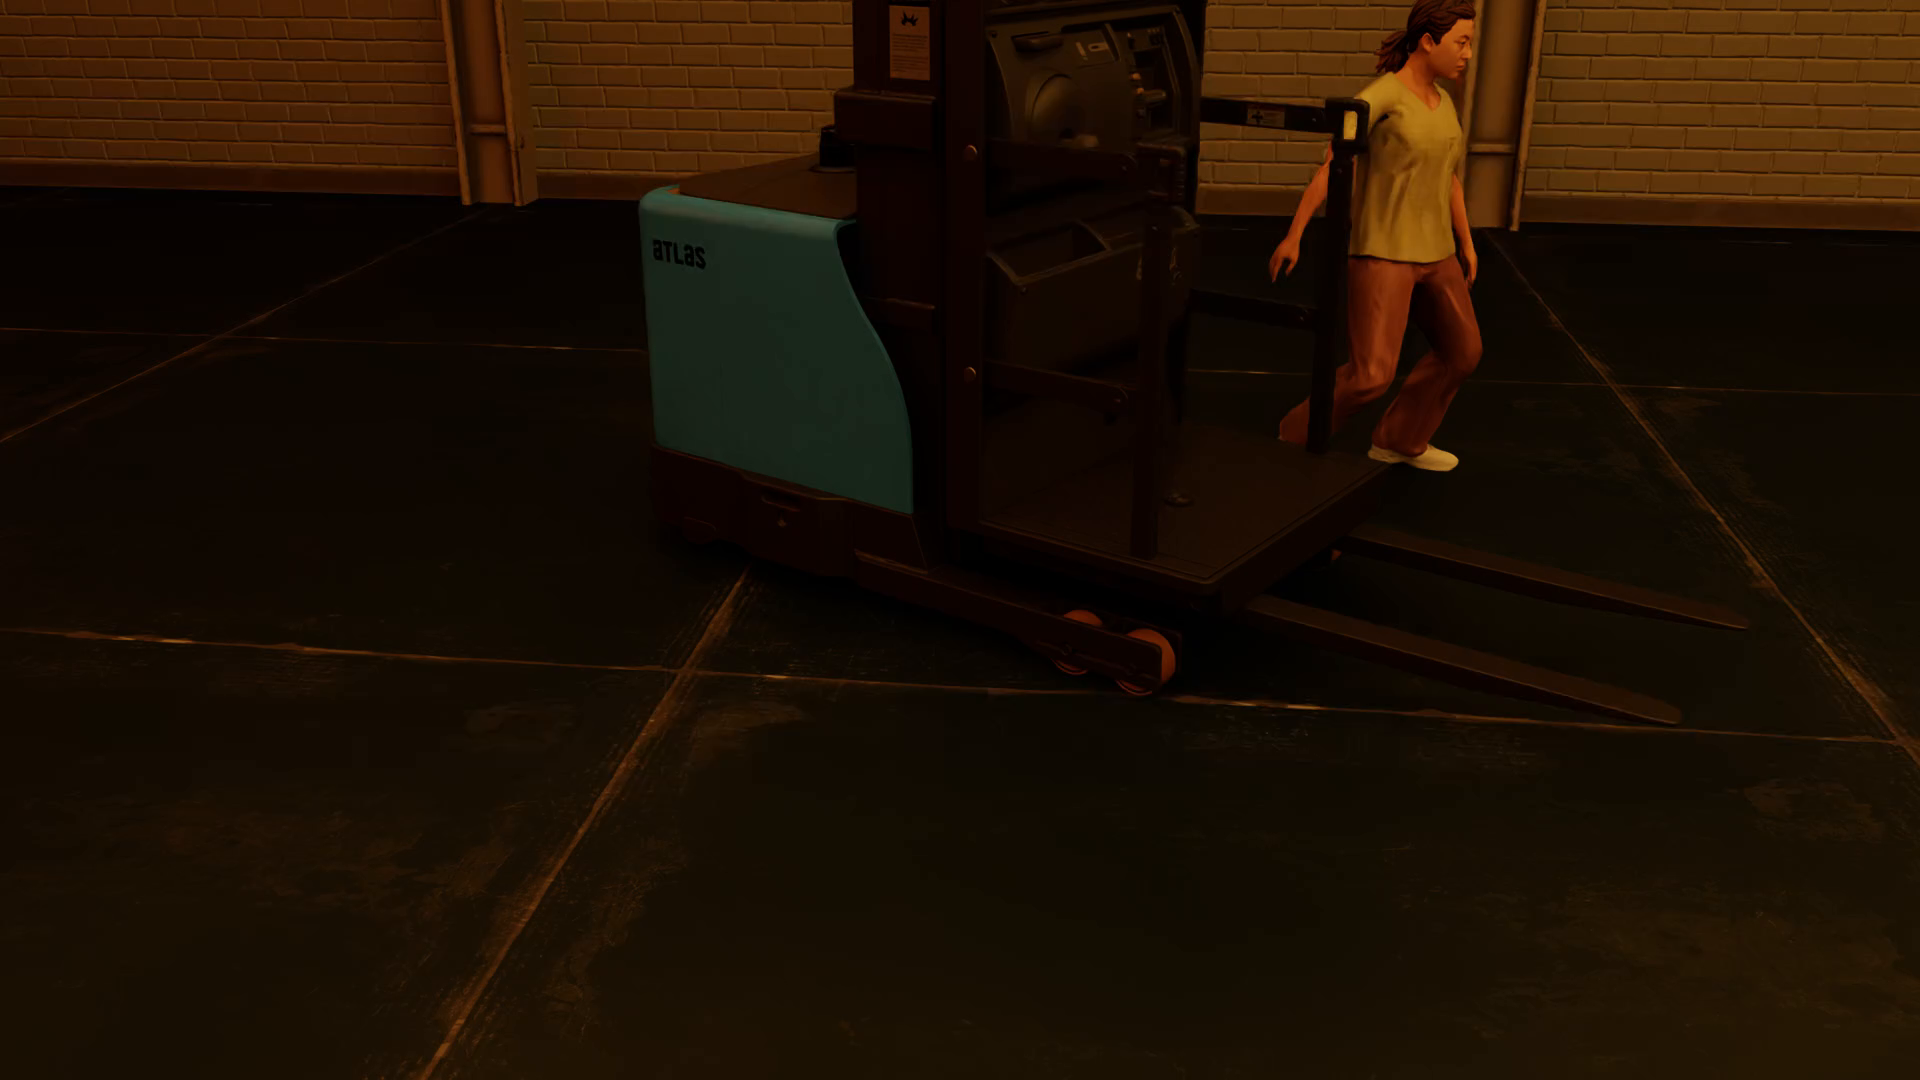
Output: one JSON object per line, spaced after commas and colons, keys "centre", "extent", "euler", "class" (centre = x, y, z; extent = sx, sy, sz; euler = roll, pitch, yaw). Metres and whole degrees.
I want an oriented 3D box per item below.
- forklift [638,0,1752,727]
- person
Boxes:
{"centre": [0.534, -1.191, 4.212], "extent": [3.031, 2.935, 1.130], "euler": [16, 27, 34], "class": "forklift"}
{"centre": [1.358, -0.940, 5.389], "extent": [0.800, 1.598, 0.483], "euler": [-12, 25, -28], "class": "person"}
